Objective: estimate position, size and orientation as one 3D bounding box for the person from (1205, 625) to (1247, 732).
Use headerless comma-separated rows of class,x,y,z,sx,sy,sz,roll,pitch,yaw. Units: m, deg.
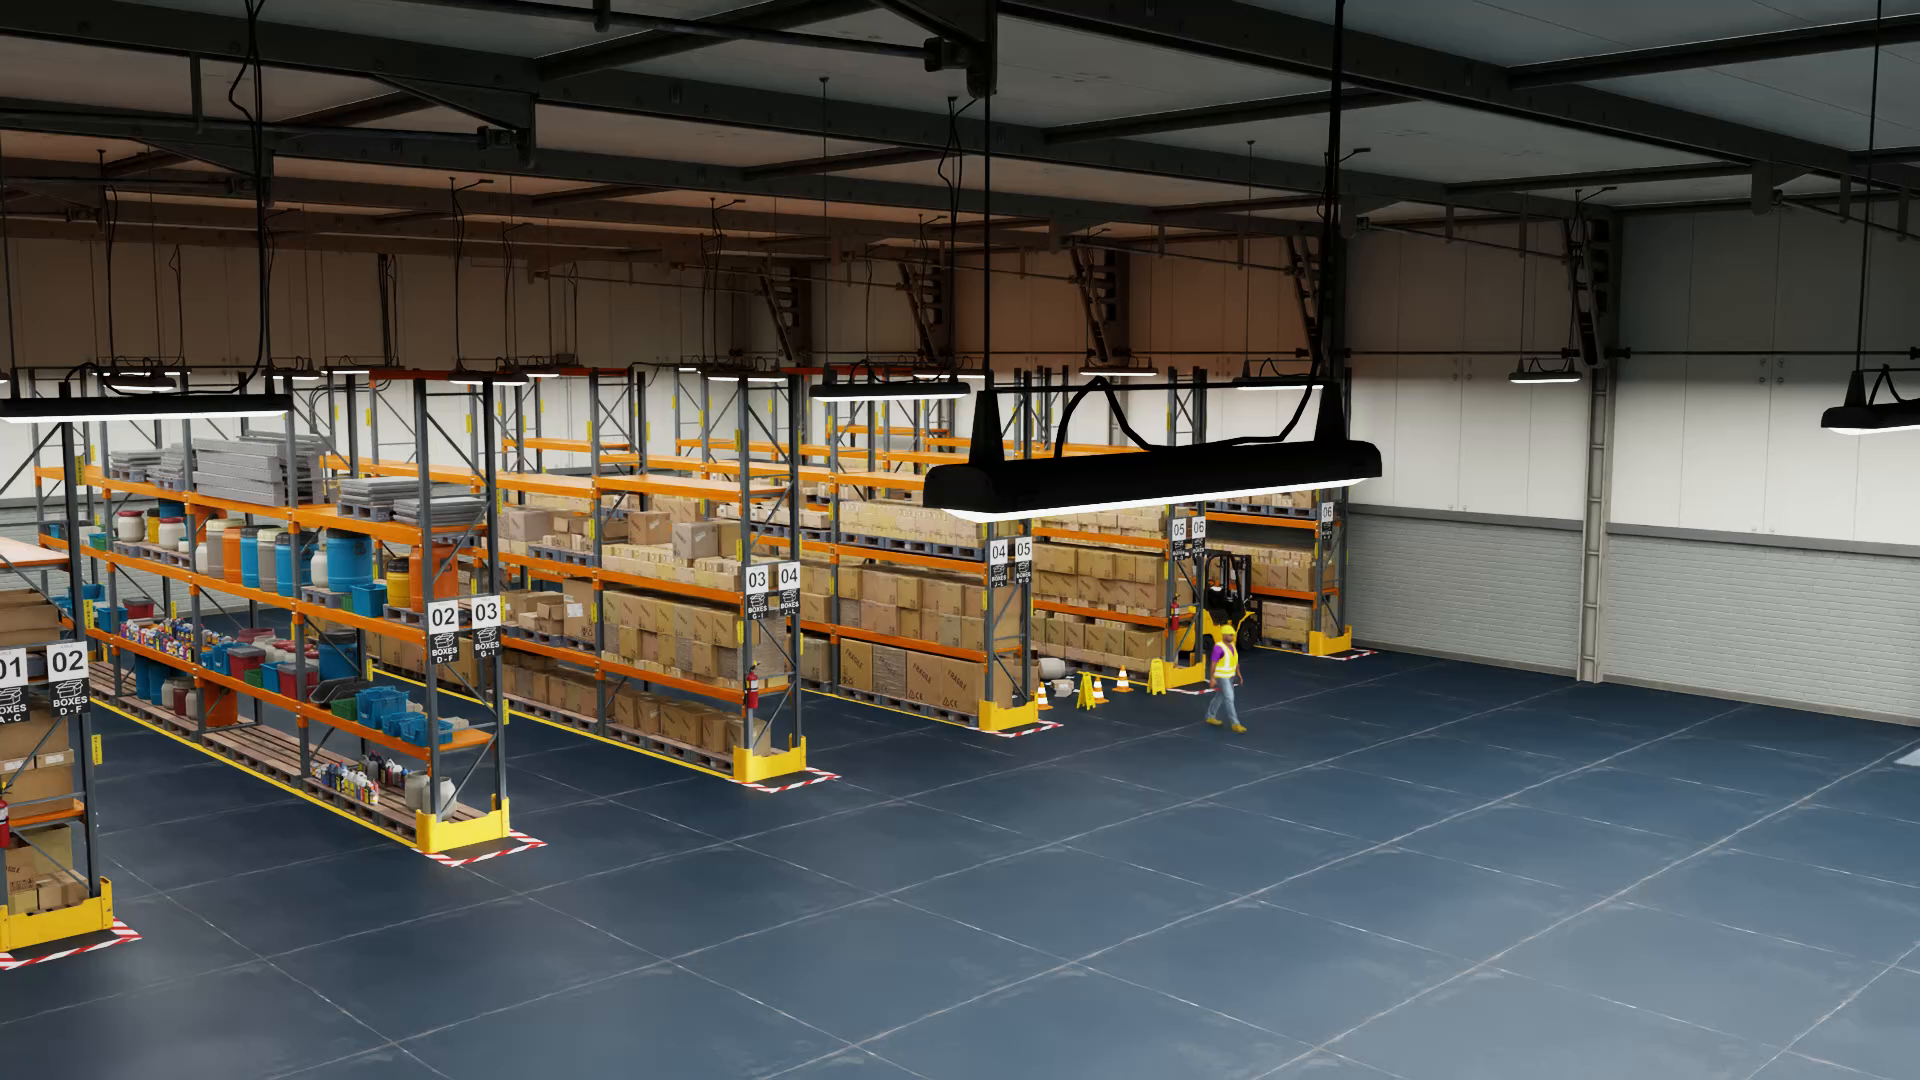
person,4.517,2.296,27.977,0.924,1.722,0.610,5,8,36
